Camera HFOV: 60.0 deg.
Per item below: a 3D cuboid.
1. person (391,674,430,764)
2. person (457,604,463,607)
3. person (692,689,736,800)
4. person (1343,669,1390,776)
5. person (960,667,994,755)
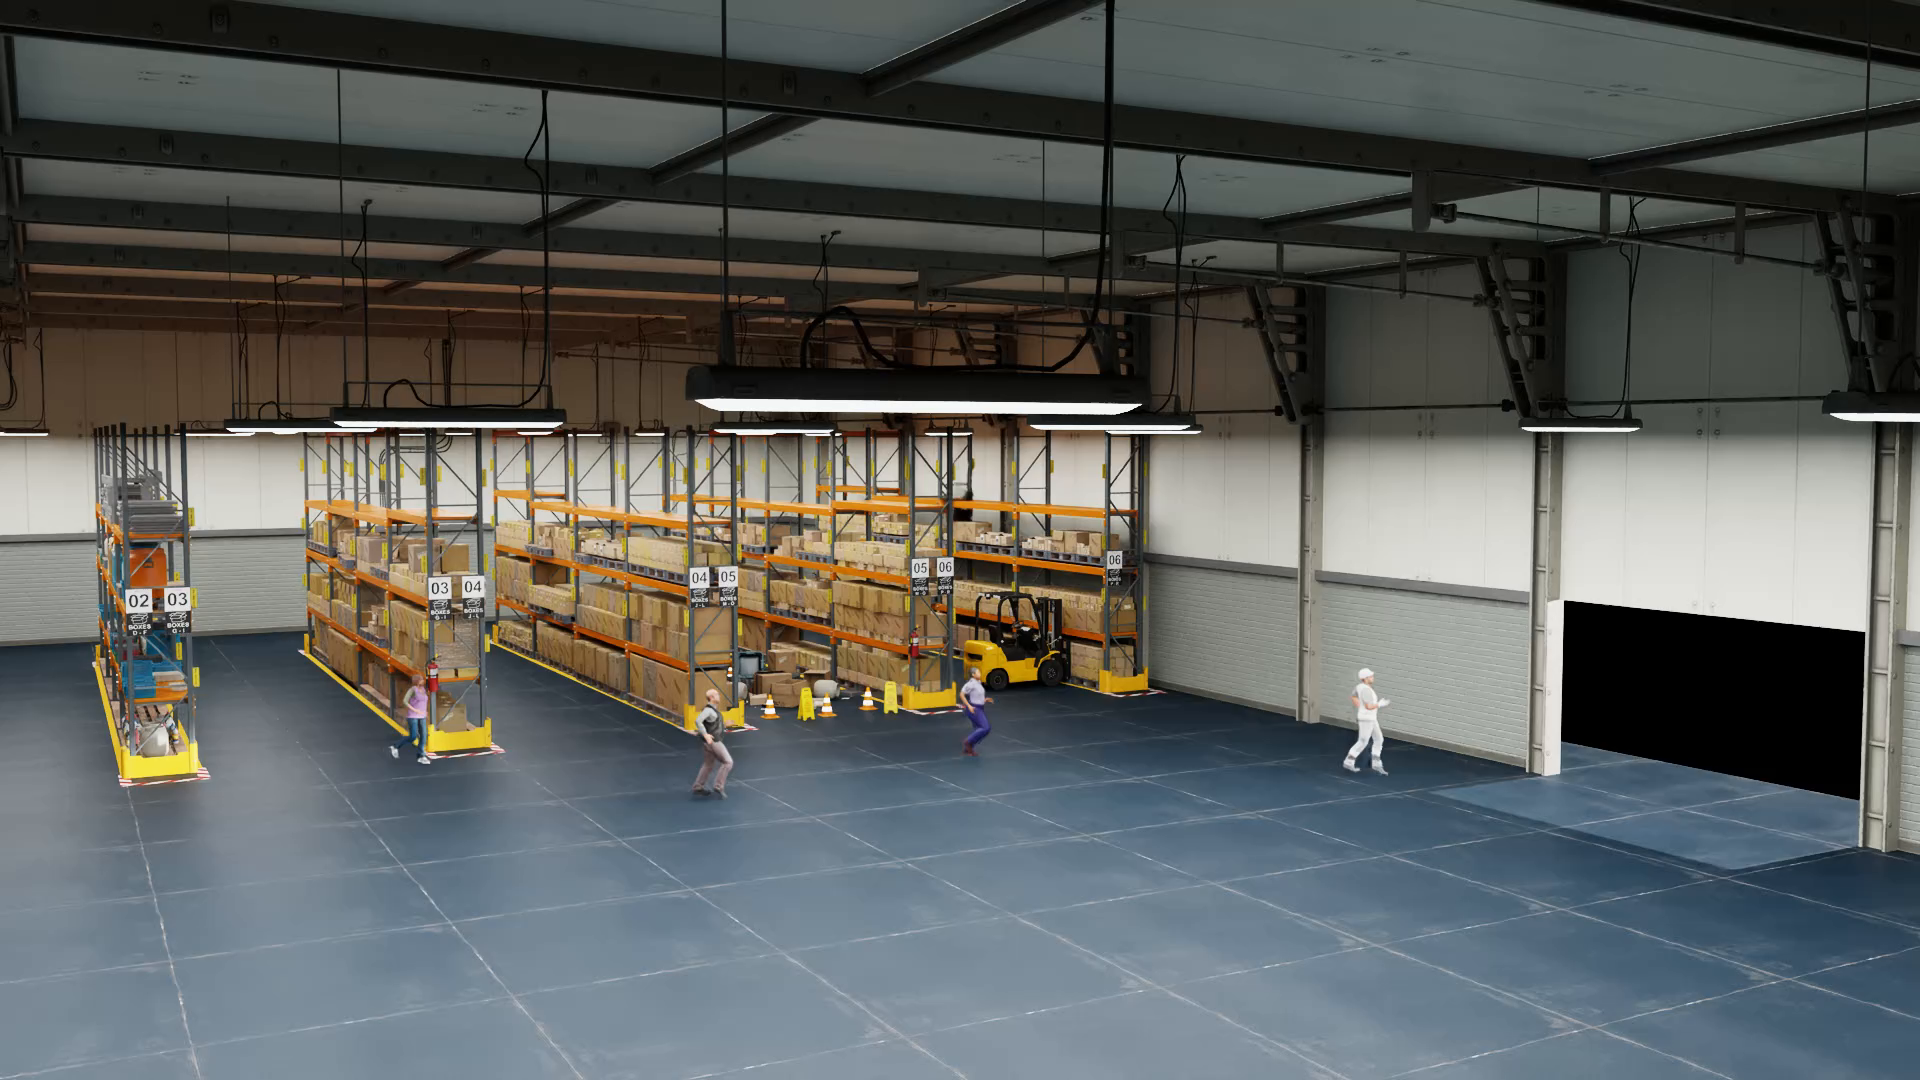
[{"bbox_3d":[-9.639,3.153,29.517,0.813,1.551,0.601,1,4,21],"label":"person"},{"bbox_3d":[-14.064,2.043,46.575,0.724,1.725,0.639,1,4,16],"label":"person"},{"bbox_3d":[-3.923,3.259,26.492,0.699,1.763,0.638,-1,4,-10],"label":"person"},{"bbox_3d":[6.914,3.099,28.289,0.765,1.832,0.632,1,4,16],"label":"person"},{"bbox_3d":[0.325,3.094,30.015,0.574,1.606,0.593,1,4,13],"label":"person"}]
